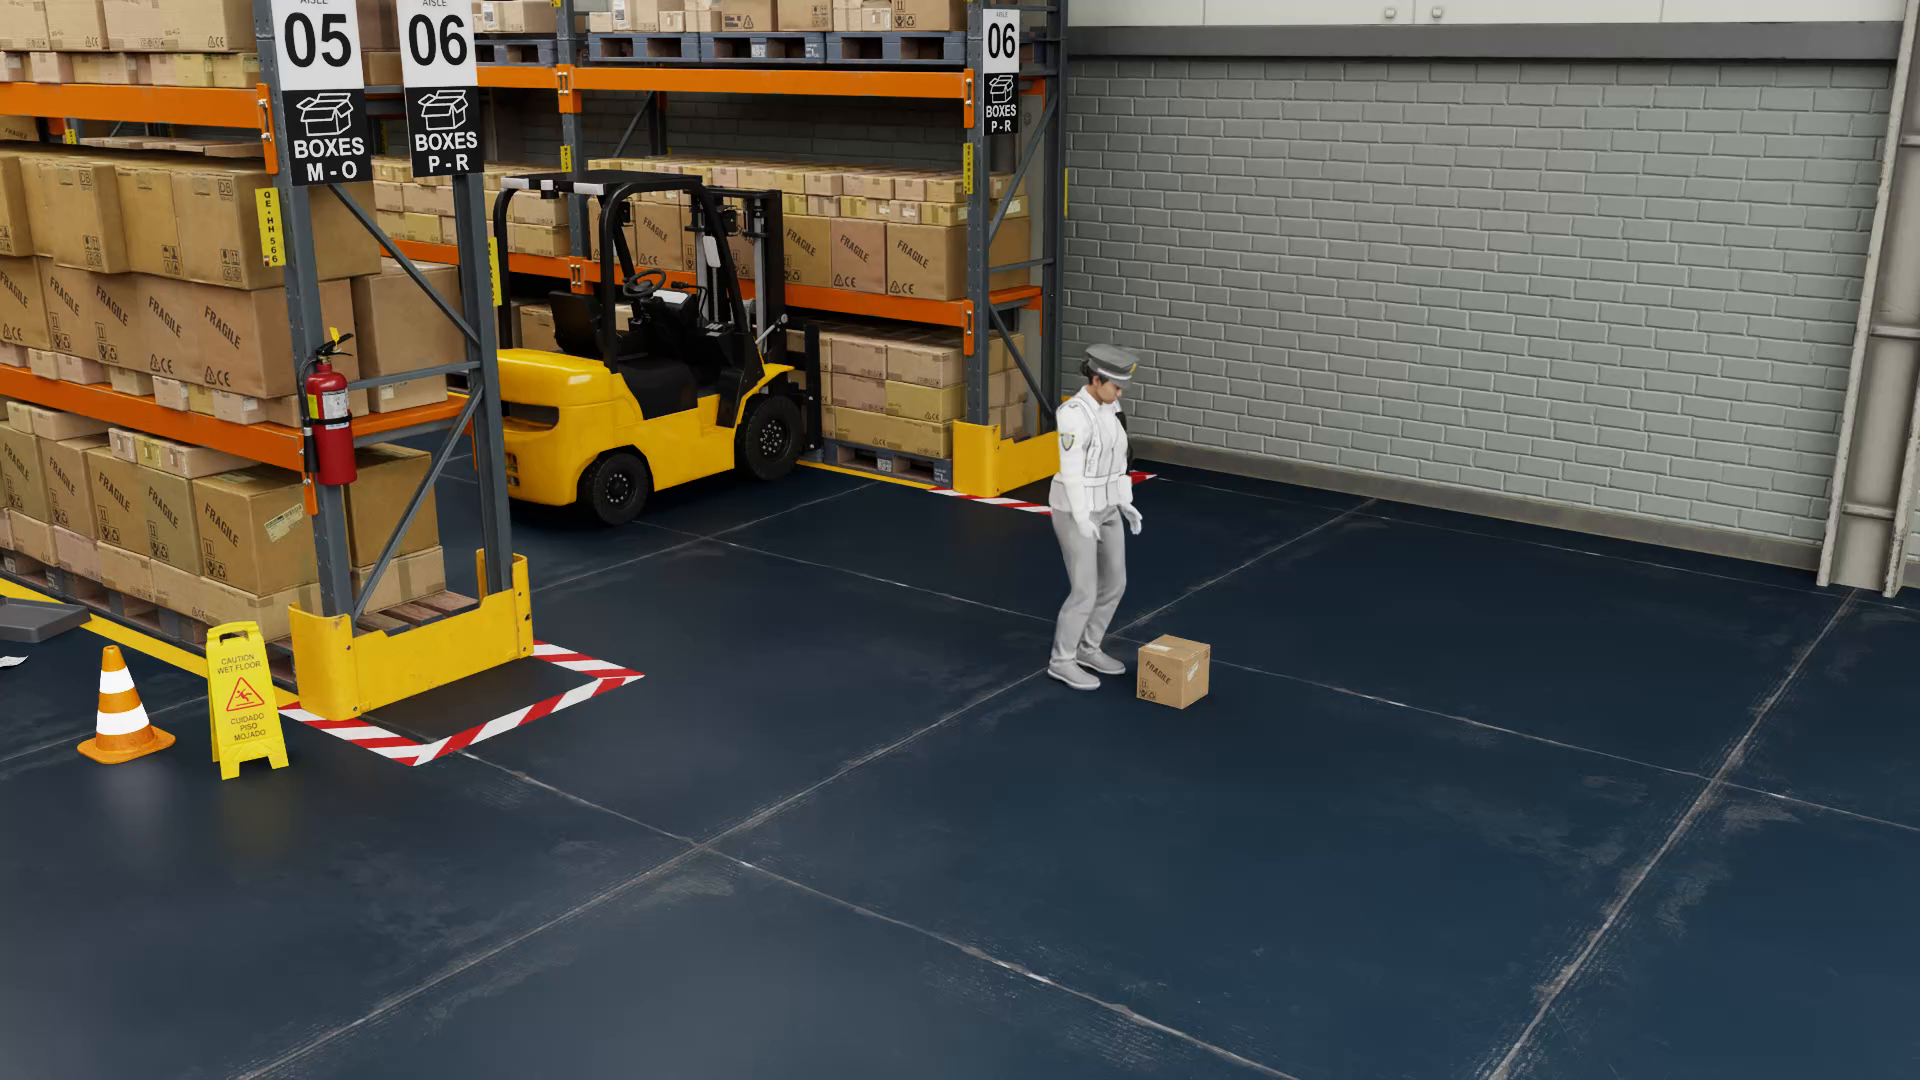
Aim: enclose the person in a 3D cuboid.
[{"bbox_3d":[0.652,-0.122,7.997,0.396,1.647,0.488,13,21,36],"label":"person"}]
